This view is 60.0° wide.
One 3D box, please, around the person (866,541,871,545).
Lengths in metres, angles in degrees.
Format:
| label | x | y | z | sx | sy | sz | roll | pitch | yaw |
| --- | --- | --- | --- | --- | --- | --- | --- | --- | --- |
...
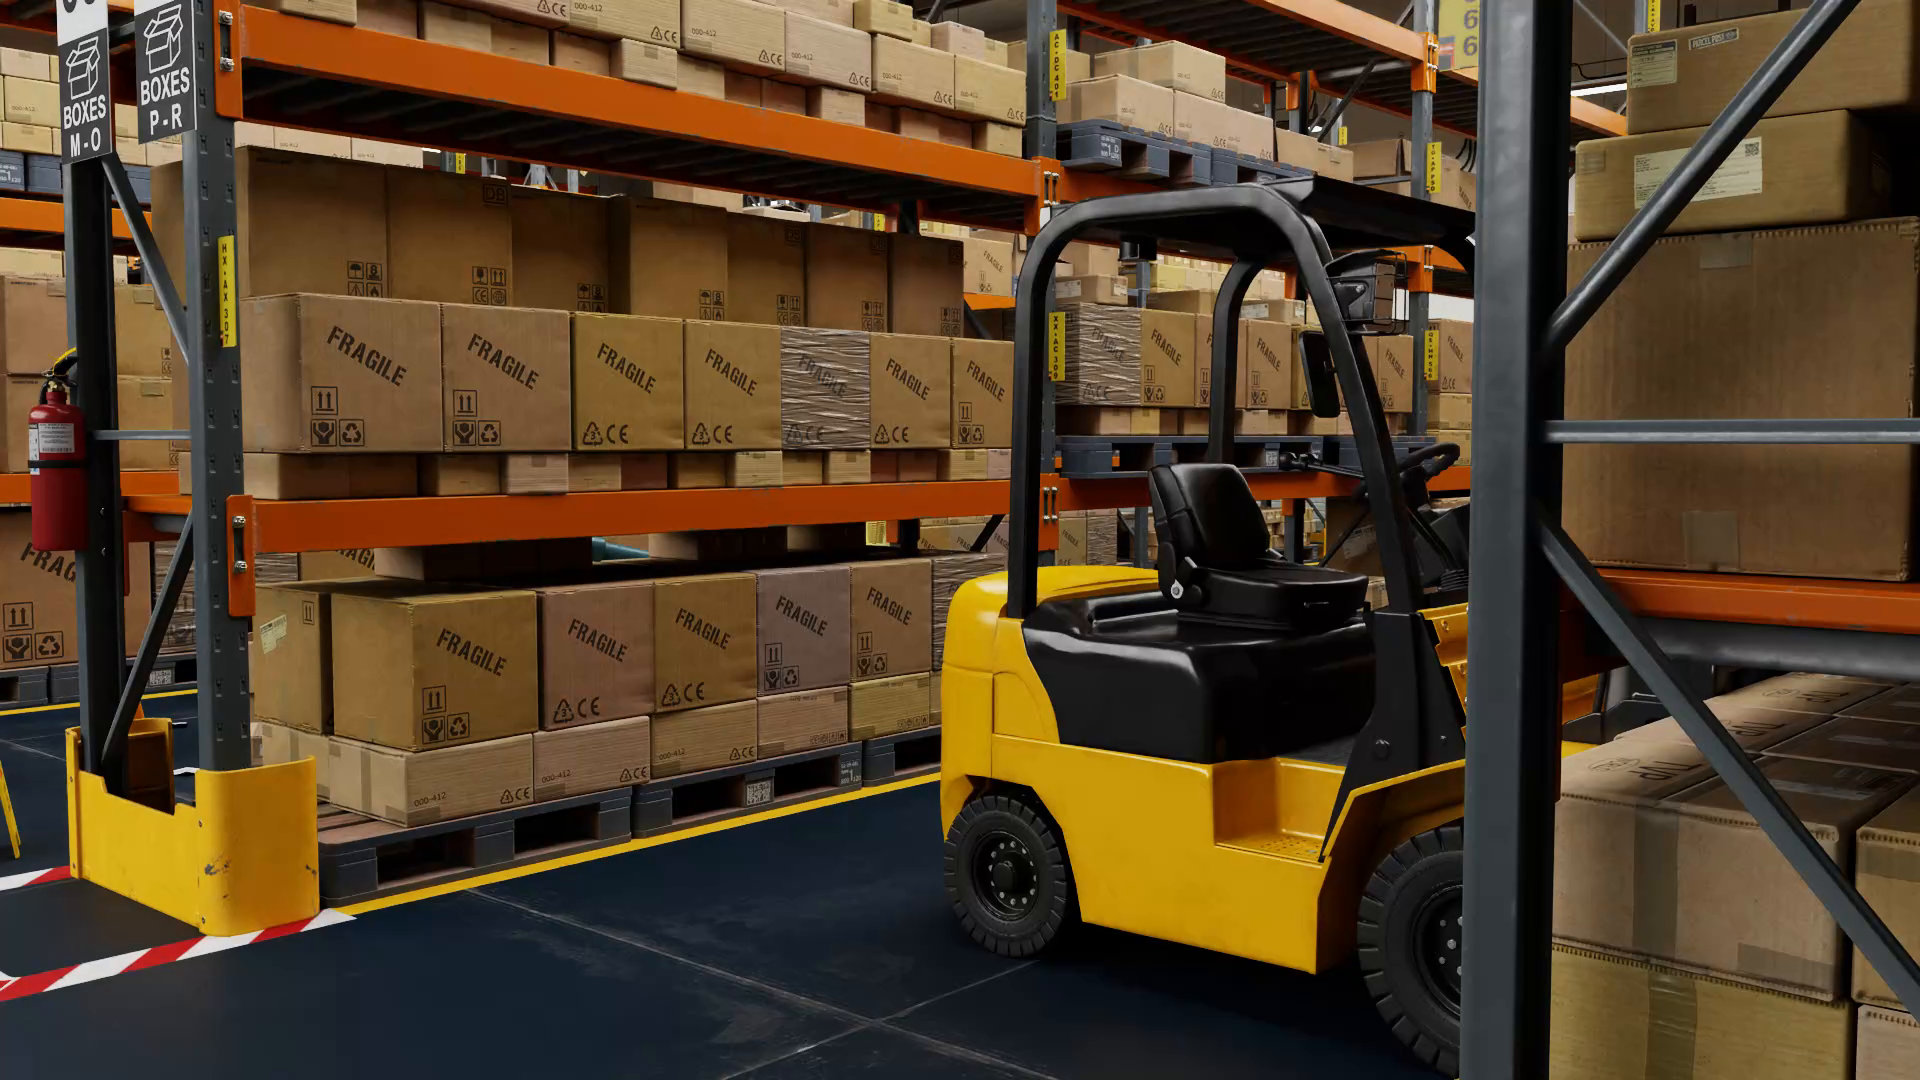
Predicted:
| label | x | y | z | sx | sy | sz | roll | pitch | yaw |
| --- | --- | --- | --- | --- | --- | --- | --- | --- | --- |
| person | -0.813 | 0.325 | 11.361 | 0.904 | 0.962 | 0.568 | 3 | 5 | 41 |
